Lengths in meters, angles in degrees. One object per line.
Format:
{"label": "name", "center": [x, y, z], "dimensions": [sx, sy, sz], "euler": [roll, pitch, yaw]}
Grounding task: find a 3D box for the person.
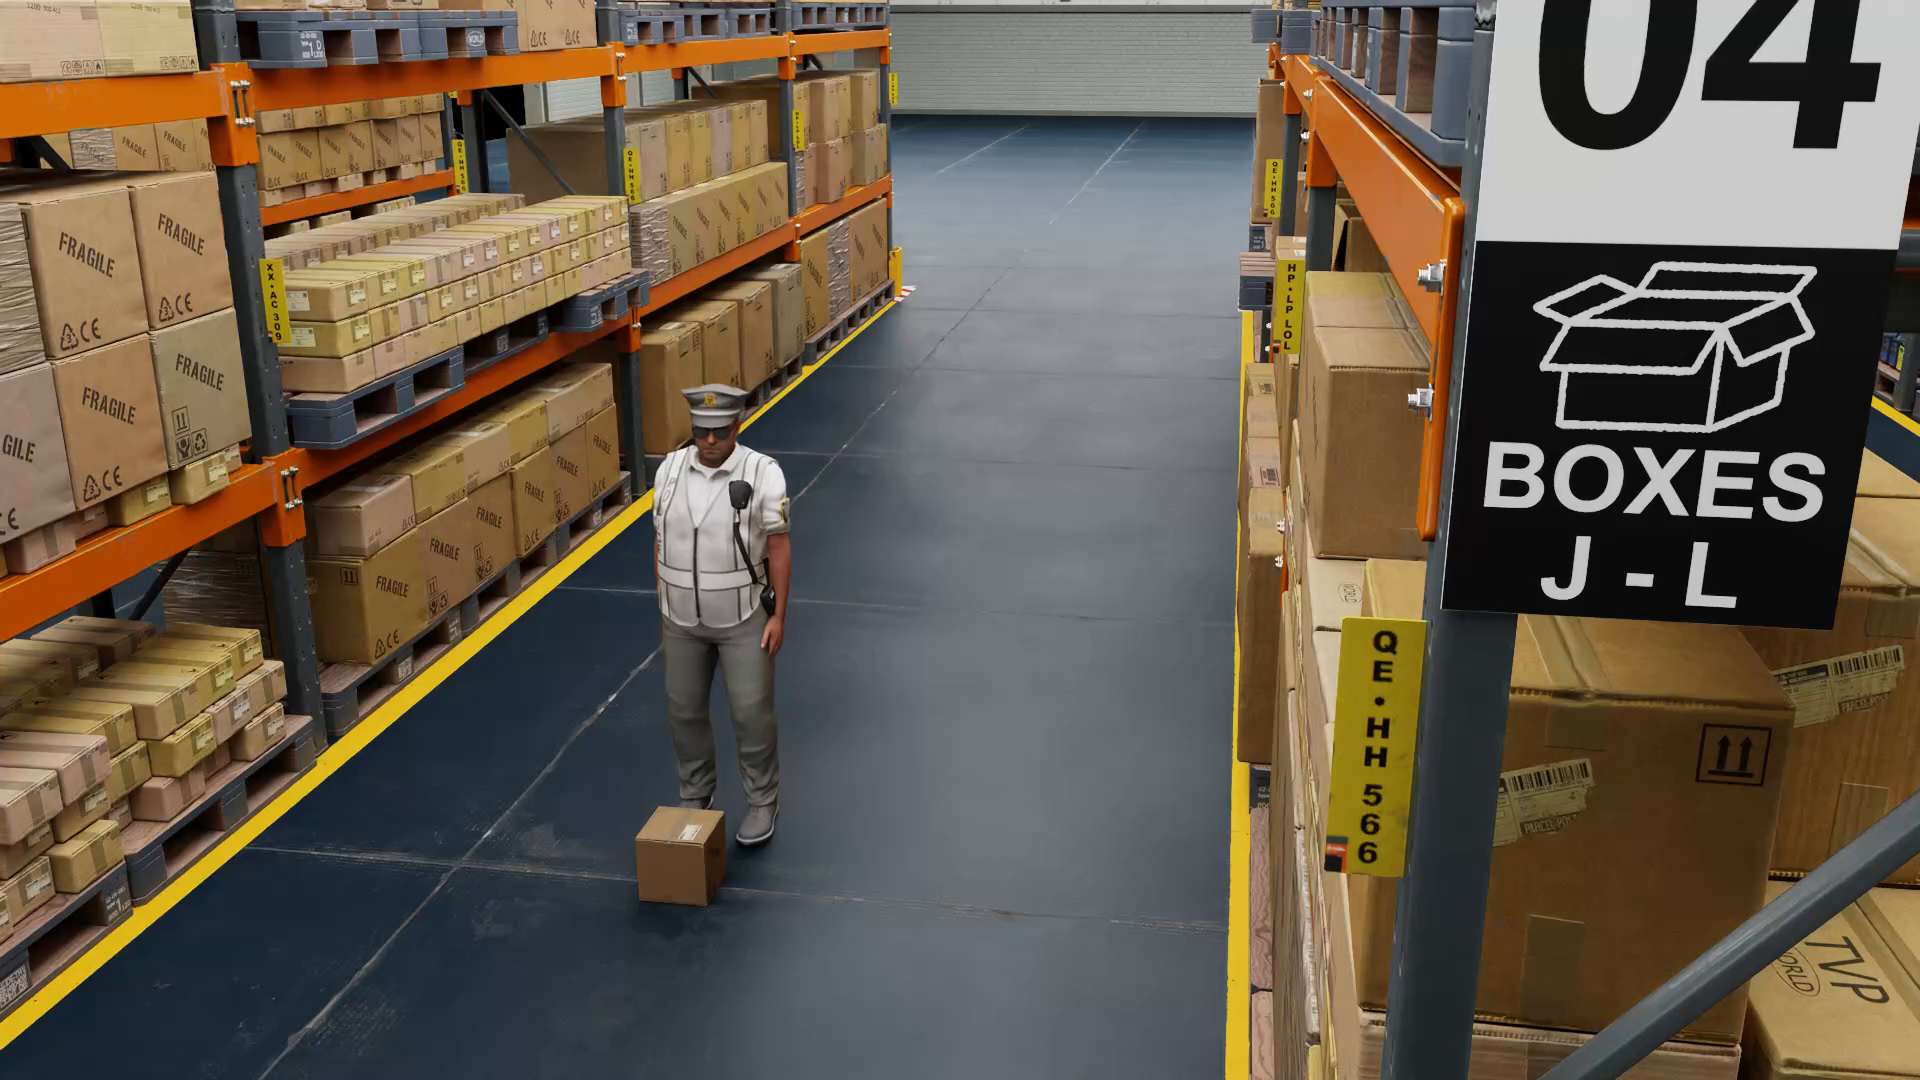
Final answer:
{"label": "person", "center": [-0.888, 0.280, 6.193], "dimensions": [0.528, 1.749, 0.393], "euler": [3, 18, 10]}
